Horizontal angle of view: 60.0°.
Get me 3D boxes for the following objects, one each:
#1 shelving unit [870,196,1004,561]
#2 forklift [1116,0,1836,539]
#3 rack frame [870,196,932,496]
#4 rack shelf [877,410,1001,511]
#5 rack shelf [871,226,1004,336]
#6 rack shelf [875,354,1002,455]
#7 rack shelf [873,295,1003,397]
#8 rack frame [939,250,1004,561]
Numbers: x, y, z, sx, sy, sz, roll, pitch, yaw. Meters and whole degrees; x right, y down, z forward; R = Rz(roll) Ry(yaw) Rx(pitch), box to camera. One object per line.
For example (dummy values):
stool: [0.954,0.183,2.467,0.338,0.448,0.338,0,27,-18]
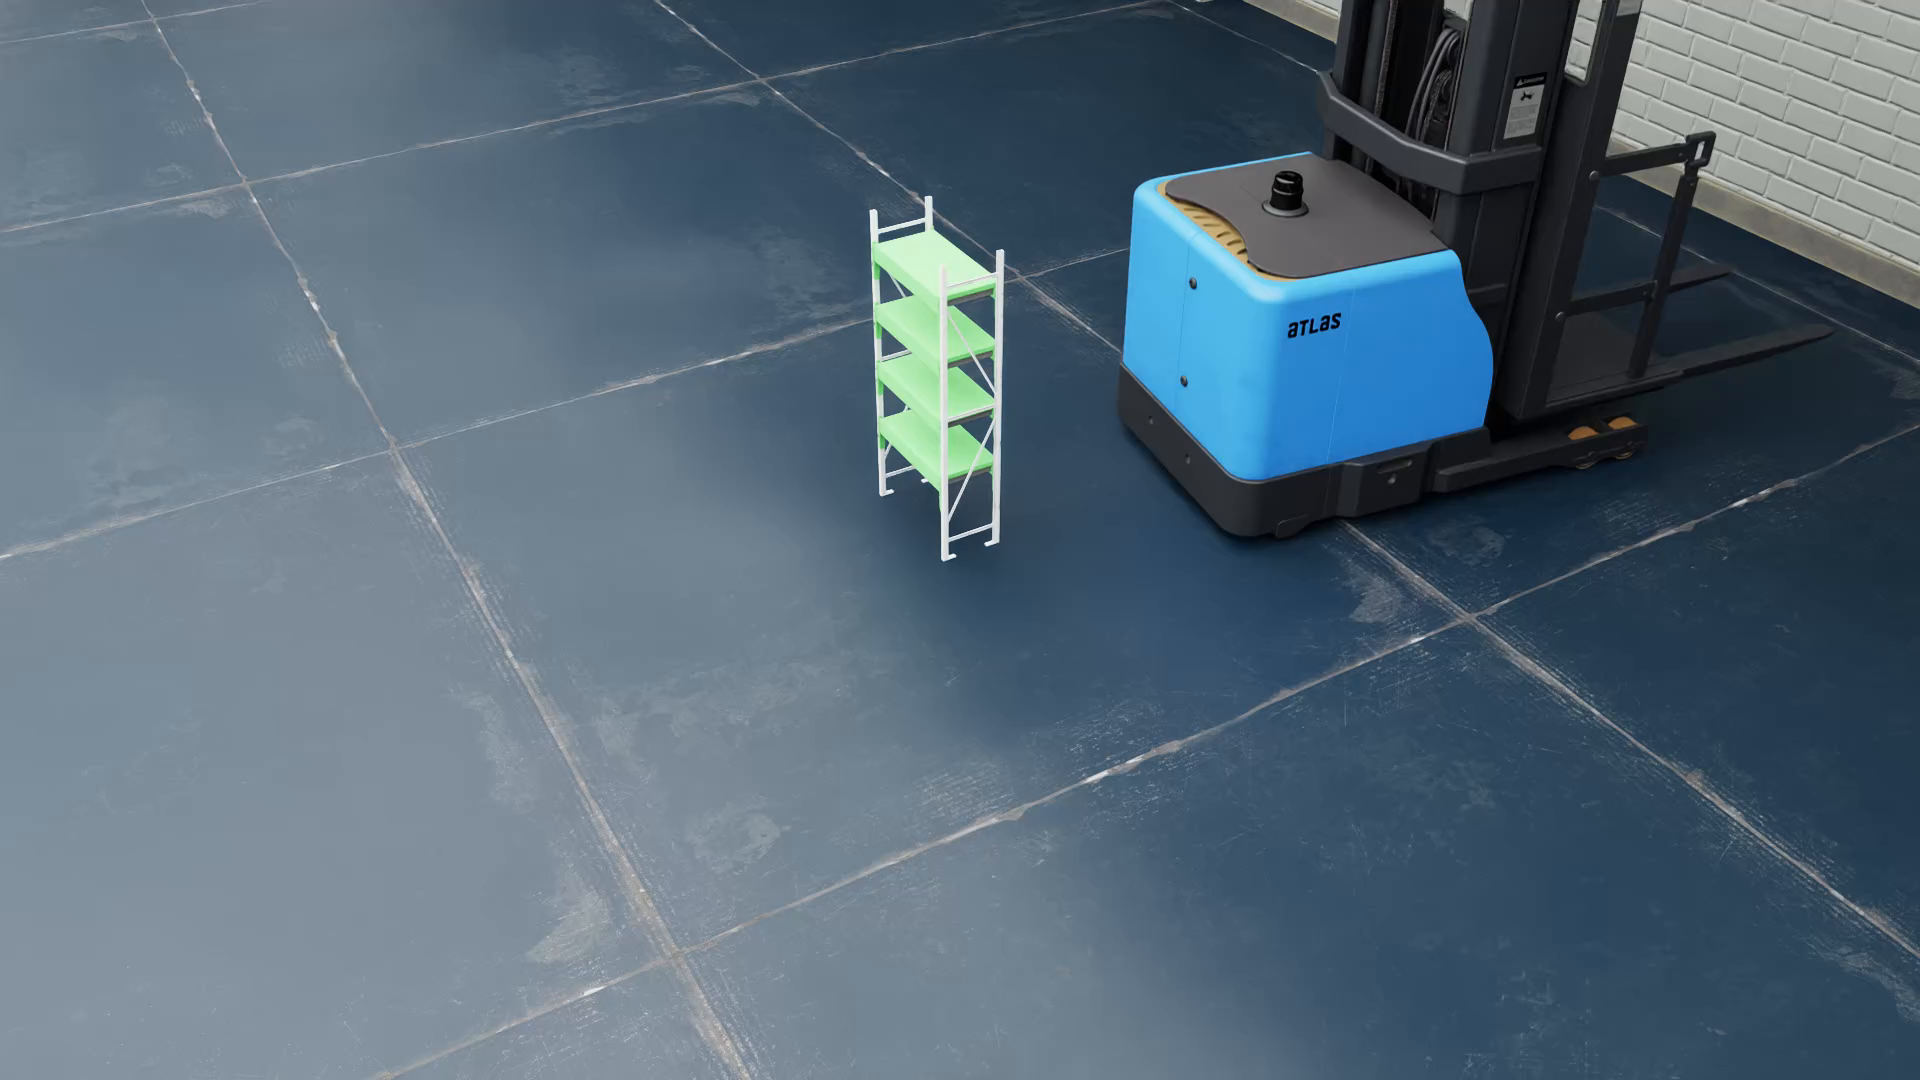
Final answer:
shelving unit: [-0.083,-0.569,6.012,0.258,1.200,0.503,-19,40,-24]
forklift: [2.212,-1.742,6.150,3.031,2.935,1.130,-14,38,-18]
rack frame: [-0.206,-0.693,6.182,0.240,1.200,0.015,-19,40,-24]
rack shelf: [-0.083,-0.324,6.191,0.258,0.148,0.480,-19,40,-24]
rack shelf: [-0.083,-0.905,5.766,0.258,0.148,0.480,-19,40,-24]
rack shelf: [-0.083,-0.517,6.049,0.258,0.148,0.480,-19,40,-24]
rack shelf: [-0.083,-0.711,5.908,0.258,0.148,0.480,-19,40,-24]
rack frame: [0.039,-0.445,5.841,0.240,1.200,0.015,-19,40,-24]
